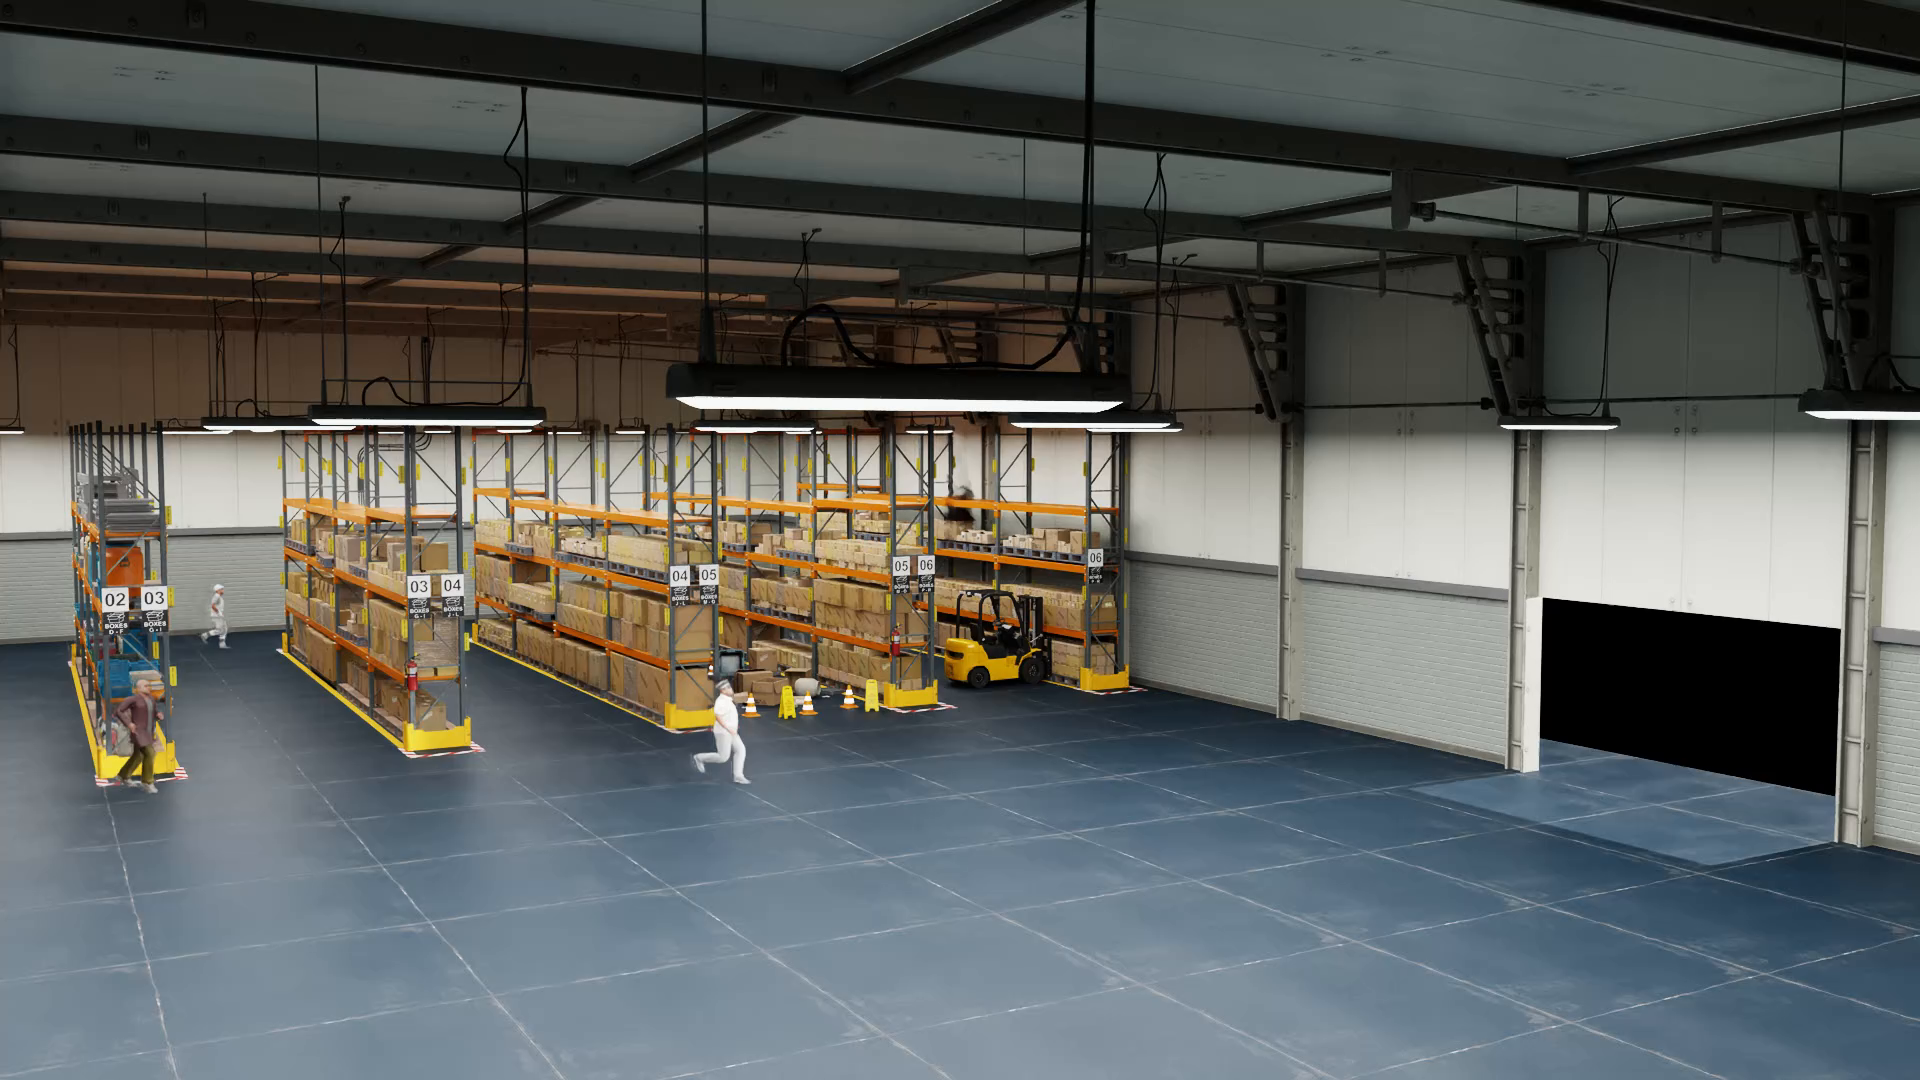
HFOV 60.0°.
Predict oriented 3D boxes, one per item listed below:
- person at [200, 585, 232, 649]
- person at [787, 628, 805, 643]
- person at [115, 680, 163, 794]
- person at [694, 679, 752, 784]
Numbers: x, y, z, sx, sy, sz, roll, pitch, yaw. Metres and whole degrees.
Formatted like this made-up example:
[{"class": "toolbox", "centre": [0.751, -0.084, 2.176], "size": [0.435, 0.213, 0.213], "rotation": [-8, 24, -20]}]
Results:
[{"class": "person", "centre": [-20.117, 2.083, 44.930], "size": [0.765, 1.755, 0.683], "rotation": [-1, 4, -21]}, {"class": "person", "centre": [-4.386, 2.138, 44.516], "size": [0.555, 1.741, 0.686], "rotation": [-2, 4, -34]}, {"class": "person", "centre": [-13.297, 3.180, 26.945], "size": [0.836, 1.843, 0.715], "rotation": [1, 4, 10]}, {"class": "person", "centre": [-3.914, 3.170, 27.518], "size": [0.939, 1.767, 0.651], "rotation": [1, 4, 8]}]
